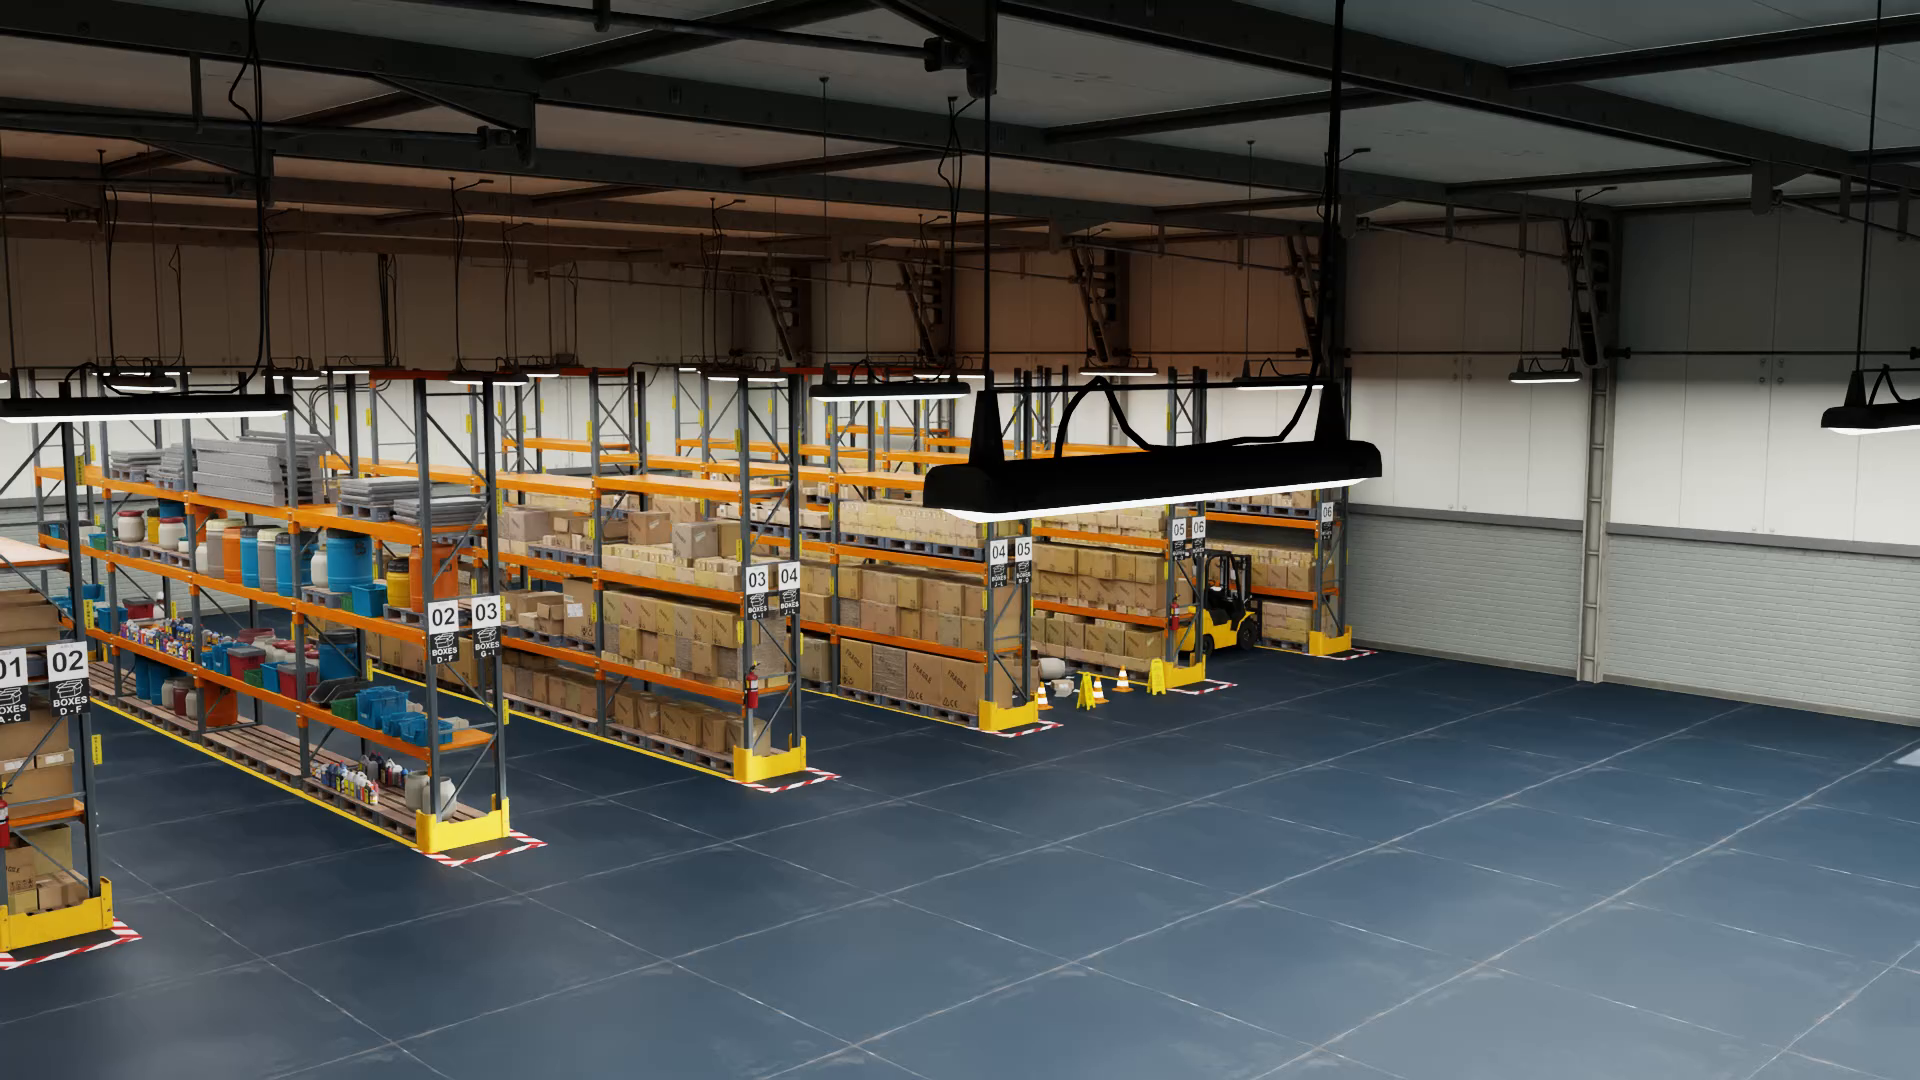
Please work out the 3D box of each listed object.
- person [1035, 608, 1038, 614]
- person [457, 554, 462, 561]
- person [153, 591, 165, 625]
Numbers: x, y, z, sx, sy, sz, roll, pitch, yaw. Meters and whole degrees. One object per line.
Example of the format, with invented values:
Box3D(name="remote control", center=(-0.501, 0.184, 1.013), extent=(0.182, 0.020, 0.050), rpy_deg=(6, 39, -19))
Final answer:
Box3D(name="person", center=(1.967, 1.184, 38.781), extent=(0.629, 1.615, 0.456), rpy_deg=(4, 7, 30))
Box3D(name="person", center=(-11.797, 1.094, 39.120), extent=(0.552, 1.645, 0.551), rpy_deg=(-1, 6, -6))
Box3D(name="person", center=(-15.230, 1.860, 31.810), extent=(0.578, 1.748, 0.496), rpy_deg=(-3, 7, -24))
